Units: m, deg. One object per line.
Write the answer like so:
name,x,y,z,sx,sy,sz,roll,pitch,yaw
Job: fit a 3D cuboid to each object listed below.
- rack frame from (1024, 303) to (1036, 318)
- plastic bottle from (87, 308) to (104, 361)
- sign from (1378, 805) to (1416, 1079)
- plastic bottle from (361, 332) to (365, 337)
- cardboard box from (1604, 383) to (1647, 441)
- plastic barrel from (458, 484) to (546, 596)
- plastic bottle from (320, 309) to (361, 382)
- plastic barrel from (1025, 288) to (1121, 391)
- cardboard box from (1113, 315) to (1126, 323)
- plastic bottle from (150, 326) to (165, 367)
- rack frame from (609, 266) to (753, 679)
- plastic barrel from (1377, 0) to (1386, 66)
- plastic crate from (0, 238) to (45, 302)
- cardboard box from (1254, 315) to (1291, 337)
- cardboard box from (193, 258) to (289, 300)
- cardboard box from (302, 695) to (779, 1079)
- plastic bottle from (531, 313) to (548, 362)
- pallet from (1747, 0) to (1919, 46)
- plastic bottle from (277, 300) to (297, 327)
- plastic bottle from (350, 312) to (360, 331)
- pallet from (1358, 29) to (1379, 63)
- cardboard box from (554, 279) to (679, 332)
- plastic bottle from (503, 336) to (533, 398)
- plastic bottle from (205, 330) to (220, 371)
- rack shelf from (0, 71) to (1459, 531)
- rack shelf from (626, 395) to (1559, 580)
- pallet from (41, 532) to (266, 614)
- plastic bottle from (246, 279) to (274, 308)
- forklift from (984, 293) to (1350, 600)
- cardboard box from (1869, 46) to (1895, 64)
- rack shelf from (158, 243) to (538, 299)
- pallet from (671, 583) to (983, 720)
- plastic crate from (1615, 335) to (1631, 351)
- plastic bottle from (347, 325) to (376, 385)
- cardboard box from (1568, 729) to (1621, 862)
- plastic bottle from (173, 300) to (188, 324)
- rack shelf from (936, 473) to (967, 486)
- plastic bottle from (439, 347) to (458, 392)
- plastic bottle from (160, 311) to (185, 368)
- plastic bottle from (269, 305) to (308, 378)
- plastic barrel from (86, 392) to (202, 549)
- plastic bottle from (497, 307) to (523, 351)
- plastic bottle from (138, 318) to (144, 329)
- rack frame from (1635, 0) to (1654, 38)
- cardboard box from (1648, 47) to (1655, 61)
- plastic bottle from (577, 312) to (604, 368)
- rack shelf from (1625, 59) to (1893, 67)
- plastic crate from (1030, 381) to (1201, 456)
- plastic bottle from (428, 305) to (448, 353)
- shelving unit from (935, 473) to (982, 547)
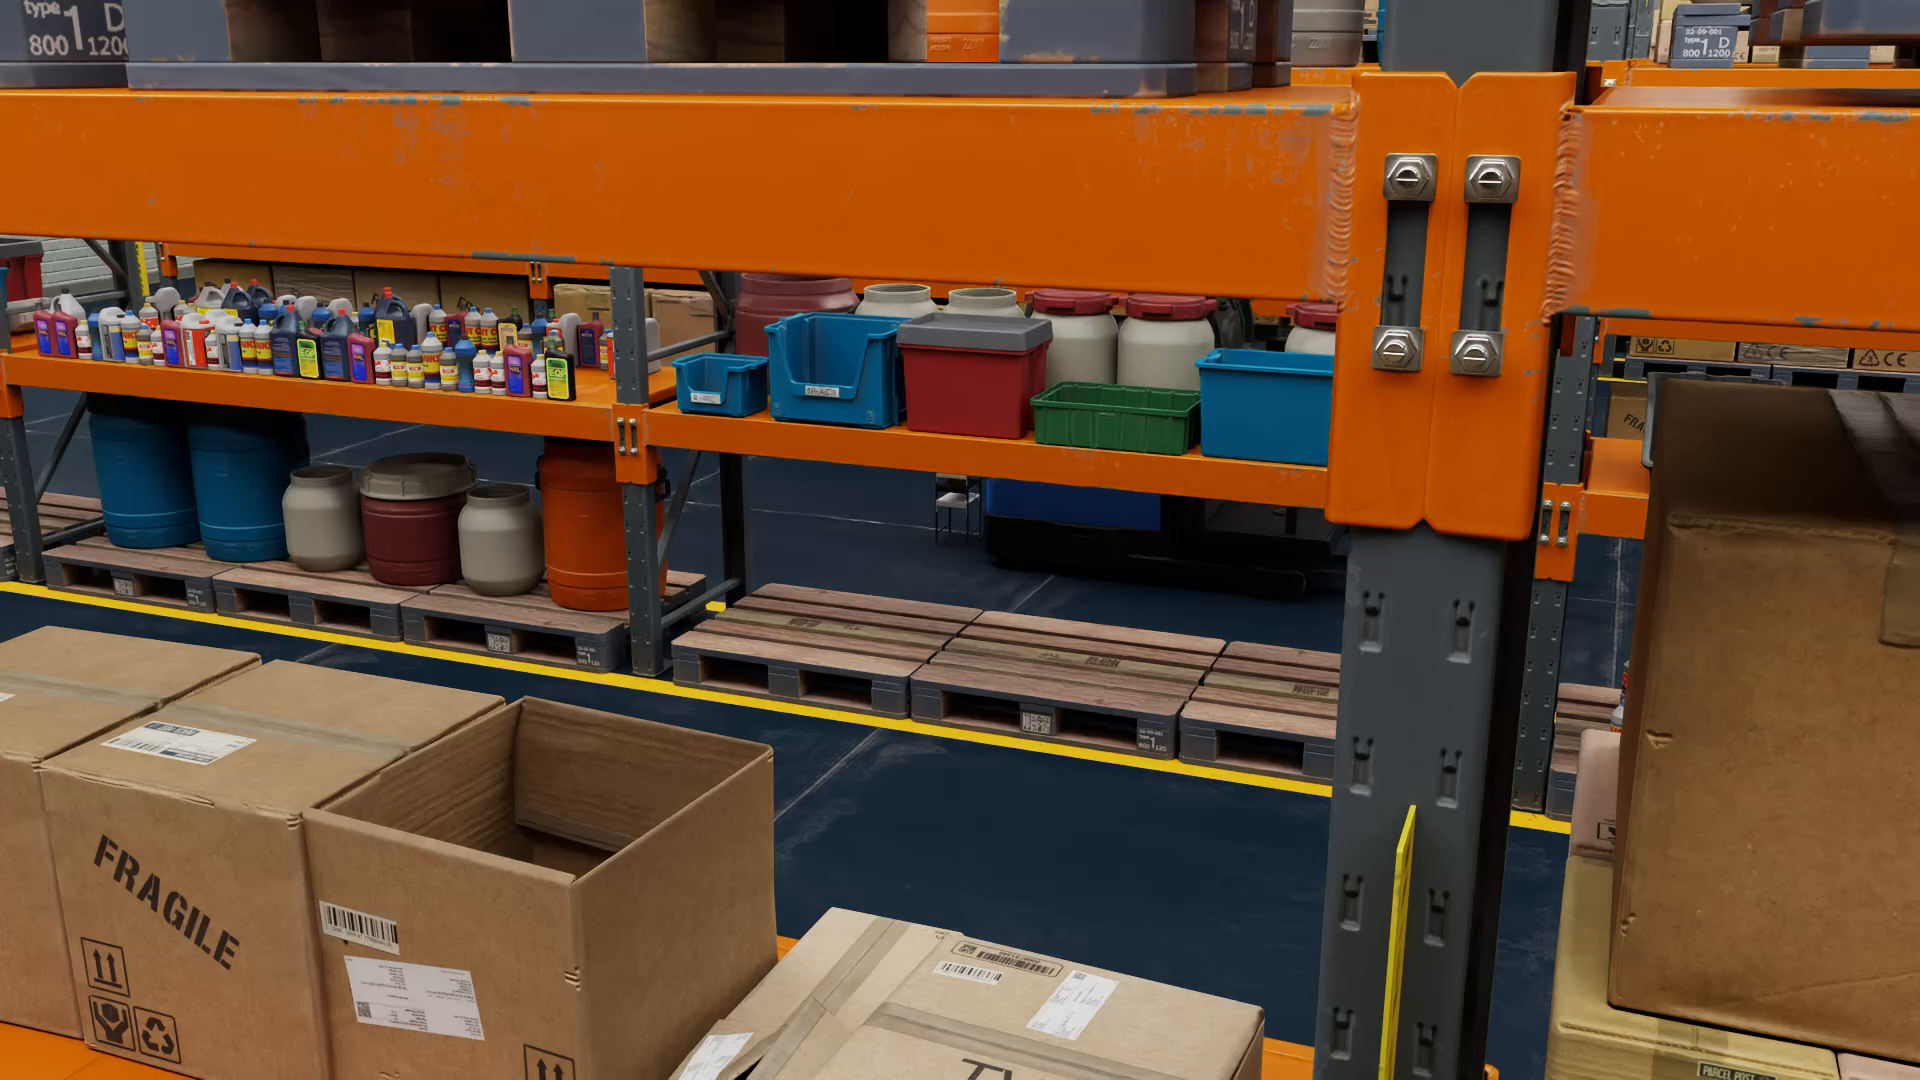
rack frame,0.492,-2.200,12.372,0.127,3.000,1.000,6,17,21
plastic bottle,-4.533,-1.084,8.758,0.097,0.271,0.097,0,16,0
sign,0.385,0.402,1.475,0.005,0.325,0.100,6,17,21
plastic bottle,-3.041,-0.963,8.321,0.133,0.283,0.061,6,17,21
cardboard box,4.570,-0.741,11.076,0.500,0.500,0.500,6,17,19
plastic barrel,-2.345,-0.003,8.512,0.421,0.512,0.421,0,16,0
plastic bottle,-3.054,-0.967,8.211,0.185,0.351,0.144,6,17,21
plastic barrel,0.501,-0.846,7.463,0.433,0.535,0.433,0,16,0
cardboard box,1.126,-1.510,12.345,0.500,0.250,0.500,7,18,23
plastic bottle,-4.136,-1.007,8.618,0.097,0.201,0.097,0,16,0
rack frame,-1.325,-0.916,7.947,0.127,3.000,1.000,6,17,21
plastic barrel,1.843,-2.183,6.035,0.708,0.901,0.600,6,17,21
plastic crate,-5.785,-1.541,9.878,0.583,0.464,0.402,6,17,21
cardboard box,2.939,-2.512,16.727,0.750,0.750,1.050,6,17,20
cardboard box,-6.325,-2.155,15.274,0.875,0.875,0.875,6,17,21
cardboard box,-0.624,0.593,2.571,0.500,0.500,0.500,8,18,25
plastic bottle,-2.160,-1.032,8.580,0.097,0.271,0.097,0,16,0
pallet,1.378,-0.539,1.430,1.213,0.211,1.003,6,17,21
plastic bottle,-3.655,-1.169,9.052,0.097,0.271,0.097,0,16,0
plastic bottle,-3.293,-1.142,9.082,0.097,0.201,0.097,0,16,0
pallet,2.712,-3.337,11.246,1.003,0.211,1.213,6,17,21
cardboard box,-2.626,-1.730,13.811,0.875,0.875,1.225,6,17,21
plastic bottle,-2.073,-0.814,7.806,0.133,0.283,0.061,6,17,21
plastic bottle,-3.796,-0.969,8.489,0.097,0.201,0.097,0,16,0
rack shelf,-1.286,-0.522,2.501,4.000,0.370,1.077,6,17,21
rack shelf,0.535,-0.365,7.343,4.000,0.370,1.077,6,17,21
pallet,-4.344,0.104,9.436,1.213,0.211,1.003,6,17,21
plastic bottle,-3.899,-1.273,9.267,0.185,0.351,0.144,6,17,21
forklift,1.710,-1.248,9.215,3.031,2.935,1.130,6,17,19
cardboard box,5.490,-2.941,9.811,0.500,0.250,0.500,6,17,18
rack shelf,-5.090,-2.468,14.586,4.000,0.370,1.077,6,17,21
pallet,-0.619,0.513,8.028,1.213,0.211,1.003,6,17,21
plastic crate,6.769,-2.066,16.851,0.450,0.188,0.662,-24,27,-33
plastic bottle,-2.921,-0.907,8.127,0.133,0.283,0.061,6,17,21
cardboard box,0.906,0.391,2.105,0.250,0.149,0.380,6,17,21
plastic bottle,-4.443,-1.268,9.518,0.097,0.201,0.097,0,16,0
rack shelf,-0.008,-0.401,10.060,0.200,0.077,0.258,6,17,21
plastic bottle,-2.445,-0.821,7.977,0.097,0.201,0.097,0,16,0
plastic bottle,-4.036,-1.030,8.549,0.133,0.283,0.061,6,17,21
plastic bottle,-3.350,-0.999,8.323,0.185,0.351,0.144,6,17,21
plastic barrel,-4.547,-0.459,9.384,0.708,0.901,0.600,6,17,21
plastic bottle,-2.362,-1.084,8.737,0.133,0.283,0.061,6,17,21
plastic bottle,-4.387,-1.080,8.870,0.097,0.201,0.097,0,16,0
rack frame,6.127,-5.948,14.521,0.127,3.000,1.000,6,17,21
cardboard box,8.051,-5.584,19.100,0.250,0.149,0.380,6,17,20
plastic bottle,-1.898,-1.033,8.561,0.133,0.283,0.061,6,17,21
rack shelf,6.073,-2.681,9.940,4.000,0.370,1.077,6,17,21
plastic crate,0.672,-0.510,6.929,0.662,0.188,0.450,6,17,21
plastic bottle,-2.782,-1.119,8.878,0.097,0.271,0.097,0,16,0
shelving unit,-0.008,-0.433,10.051,0.210,0.900,0.258,6,17,21
